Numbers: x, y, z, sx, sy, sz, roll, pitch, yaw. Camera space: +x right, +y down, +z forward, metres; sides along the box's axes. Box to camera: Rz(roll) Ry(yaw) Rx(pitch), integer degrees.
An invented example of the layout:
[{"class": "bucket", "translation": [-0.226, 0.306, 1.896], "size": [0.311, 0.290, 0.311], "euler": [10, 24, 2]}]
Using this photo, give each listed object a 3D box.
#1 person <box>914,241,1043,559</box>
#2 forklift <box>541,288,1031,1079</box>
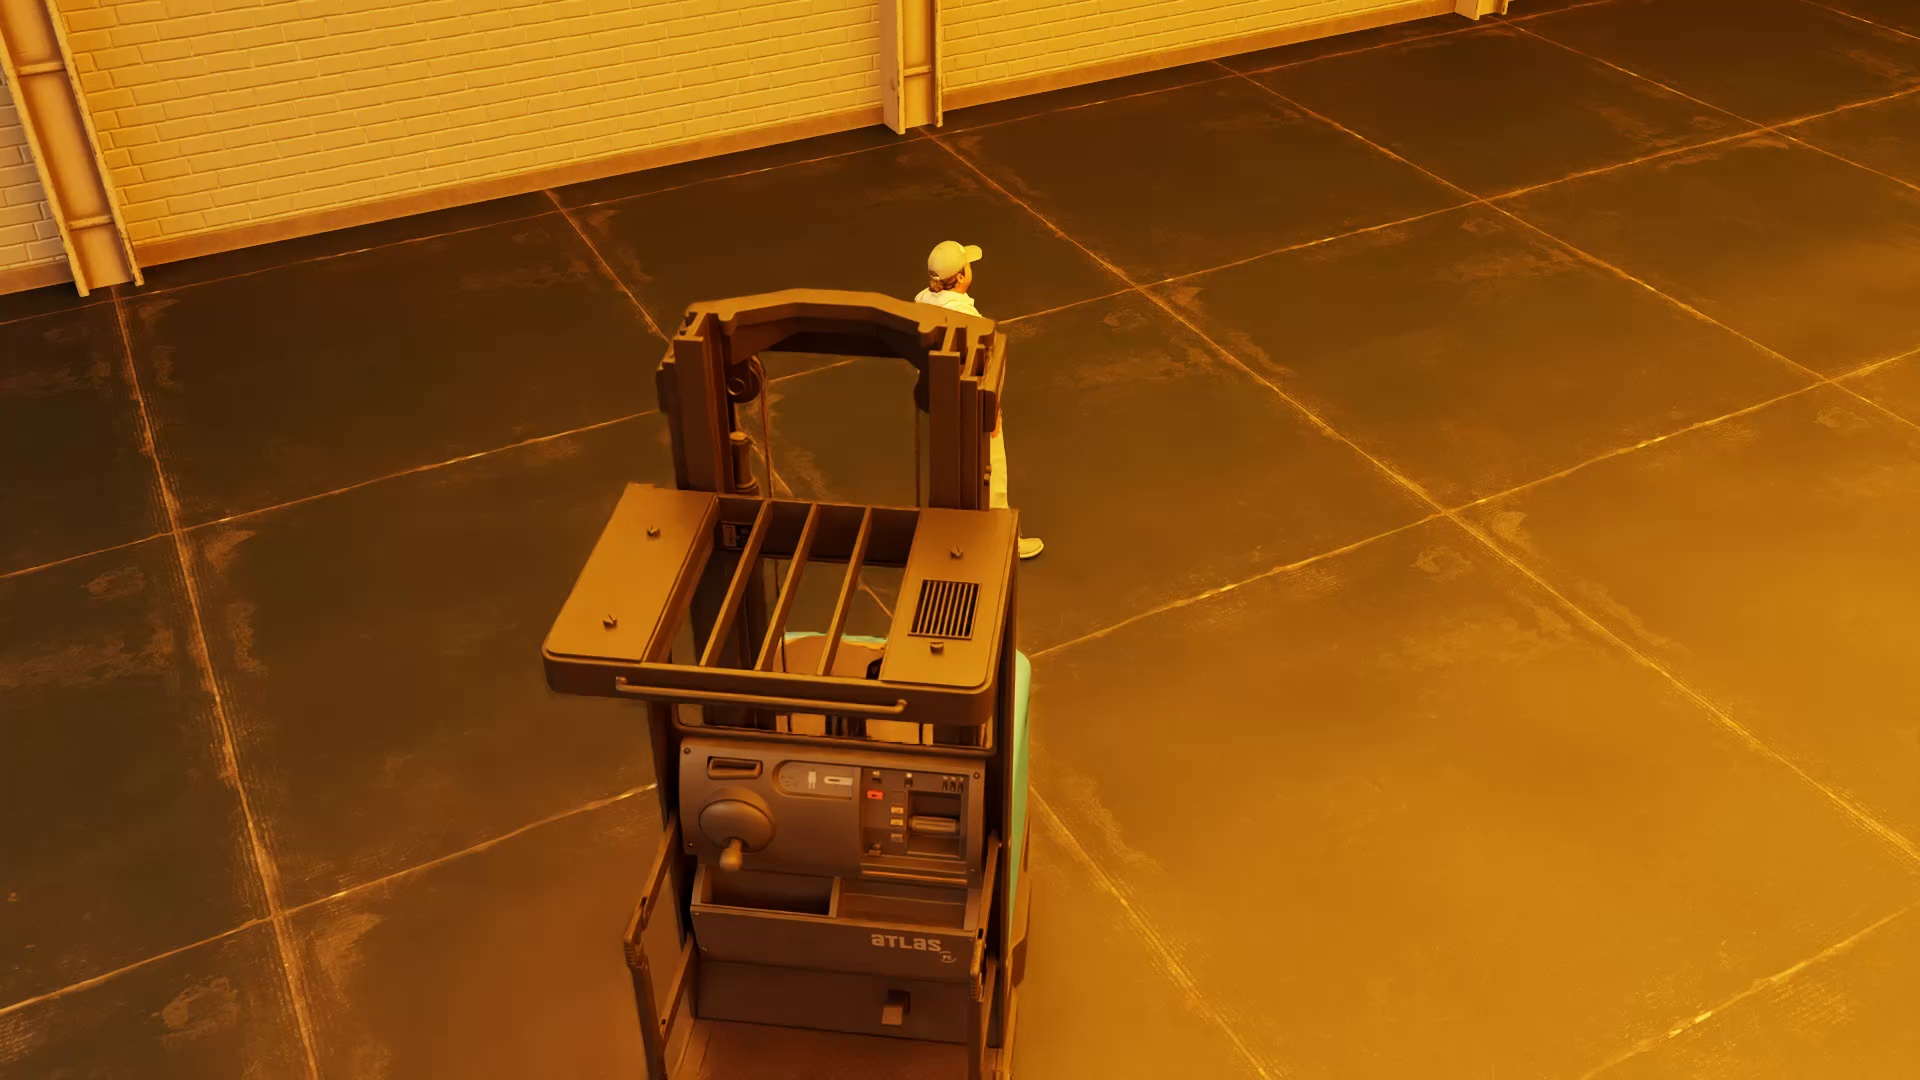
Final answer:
[{"class": "person", "translation": [0.078, -0.696, 8.190], "size": [0.529, 1.670, 0.599], "euler": [-17, 39, -23]}, {"class": "forklift", "translation": [-0.415, 0.892, 4.861], "size": [1.130, 2.935, 3.031], "euler": [4, 35, 6]}]
